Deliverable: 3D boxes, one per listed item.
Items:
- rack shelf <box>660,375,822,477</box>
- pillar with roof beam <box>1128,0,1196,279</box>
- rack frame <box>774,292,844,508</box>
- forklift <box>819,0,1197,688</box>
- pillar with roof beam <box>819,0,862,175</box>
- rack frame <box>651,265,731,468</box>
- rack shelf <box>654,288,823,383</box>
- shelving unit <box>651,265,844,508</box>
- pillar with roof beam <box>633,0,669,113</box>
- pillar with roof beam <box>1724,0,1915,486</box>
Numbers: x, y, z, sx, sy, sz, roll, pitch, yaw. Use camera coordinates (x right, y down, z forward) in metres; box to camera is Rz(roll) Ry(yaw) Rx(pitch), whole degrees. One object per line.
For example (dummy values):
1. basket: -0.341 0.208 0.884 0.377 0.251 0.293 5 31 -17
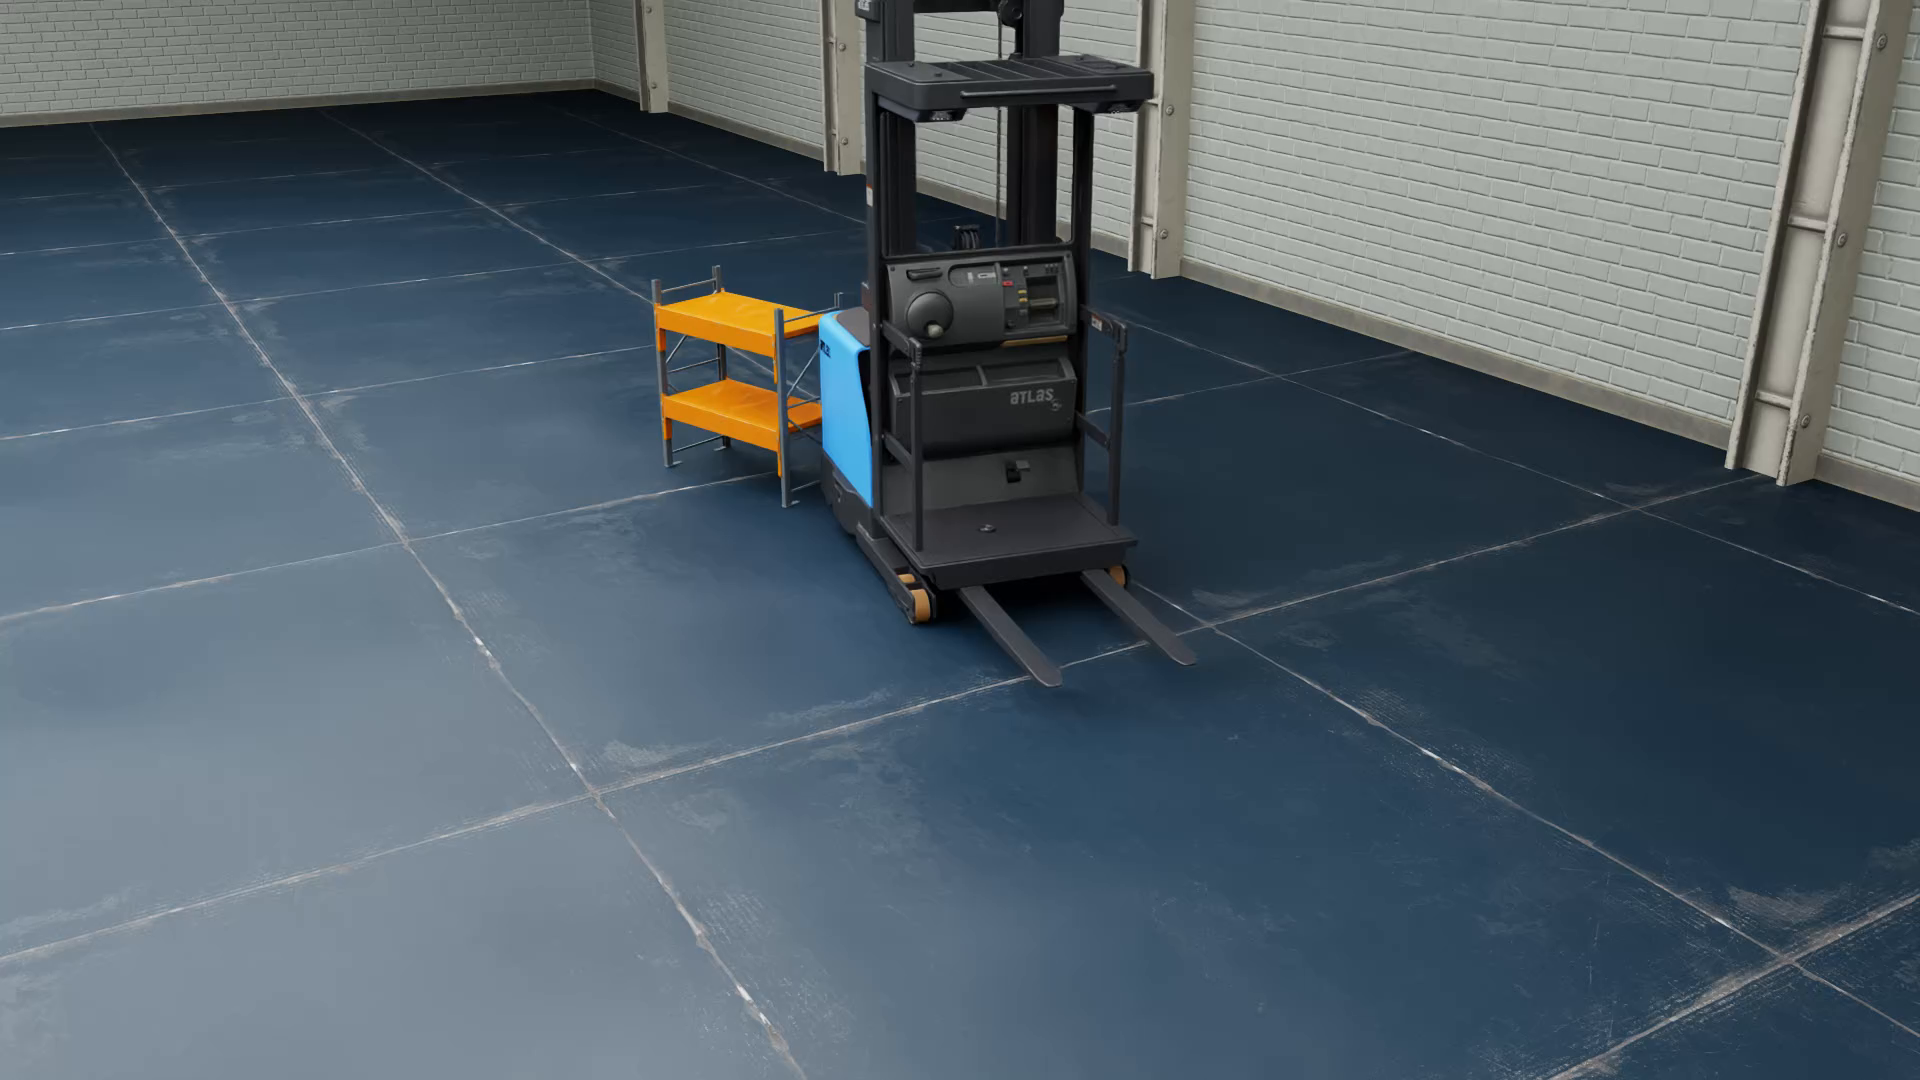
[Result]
1. rack shelf: -1.199 -0.673 9.624 1.000 0.278 0.538 18 28 37
2. pillar with roof beam: -1.993 -5.684 10.845 9.100 9.000 0.400 -13 25 -28
3. rack frame: -0.816 -0.774 9.223 0.032 1.125 0.500 18 28 37
4. forklift: 0.183 -1.134 7.710 1.130 2.935 3.031 -7 23 -18
5. pillar with roof beam: -5.058 -7.626 15.624 9.100 9.000 0.400 -13 25 -28
6. rack frame: -1.583 -1.026 9.841 0.032 1.125 0.500 18 28 37
7. rack shelf: -1.199 -1.171 9.422 1.000 0.278 0.538 18 28 37
8. shelving unit: -1.199 -0.900 9.532 1.048 1.125 0.538 18 28 37
9. pillar with roof beam: -8.123 -9.569 20.402 9.100 9.000 0.400 -13 25 -28
10. pillar with roof beam: 1.072 -3.742 6.067 9.100 9.000 0.400 -13 25 -28
